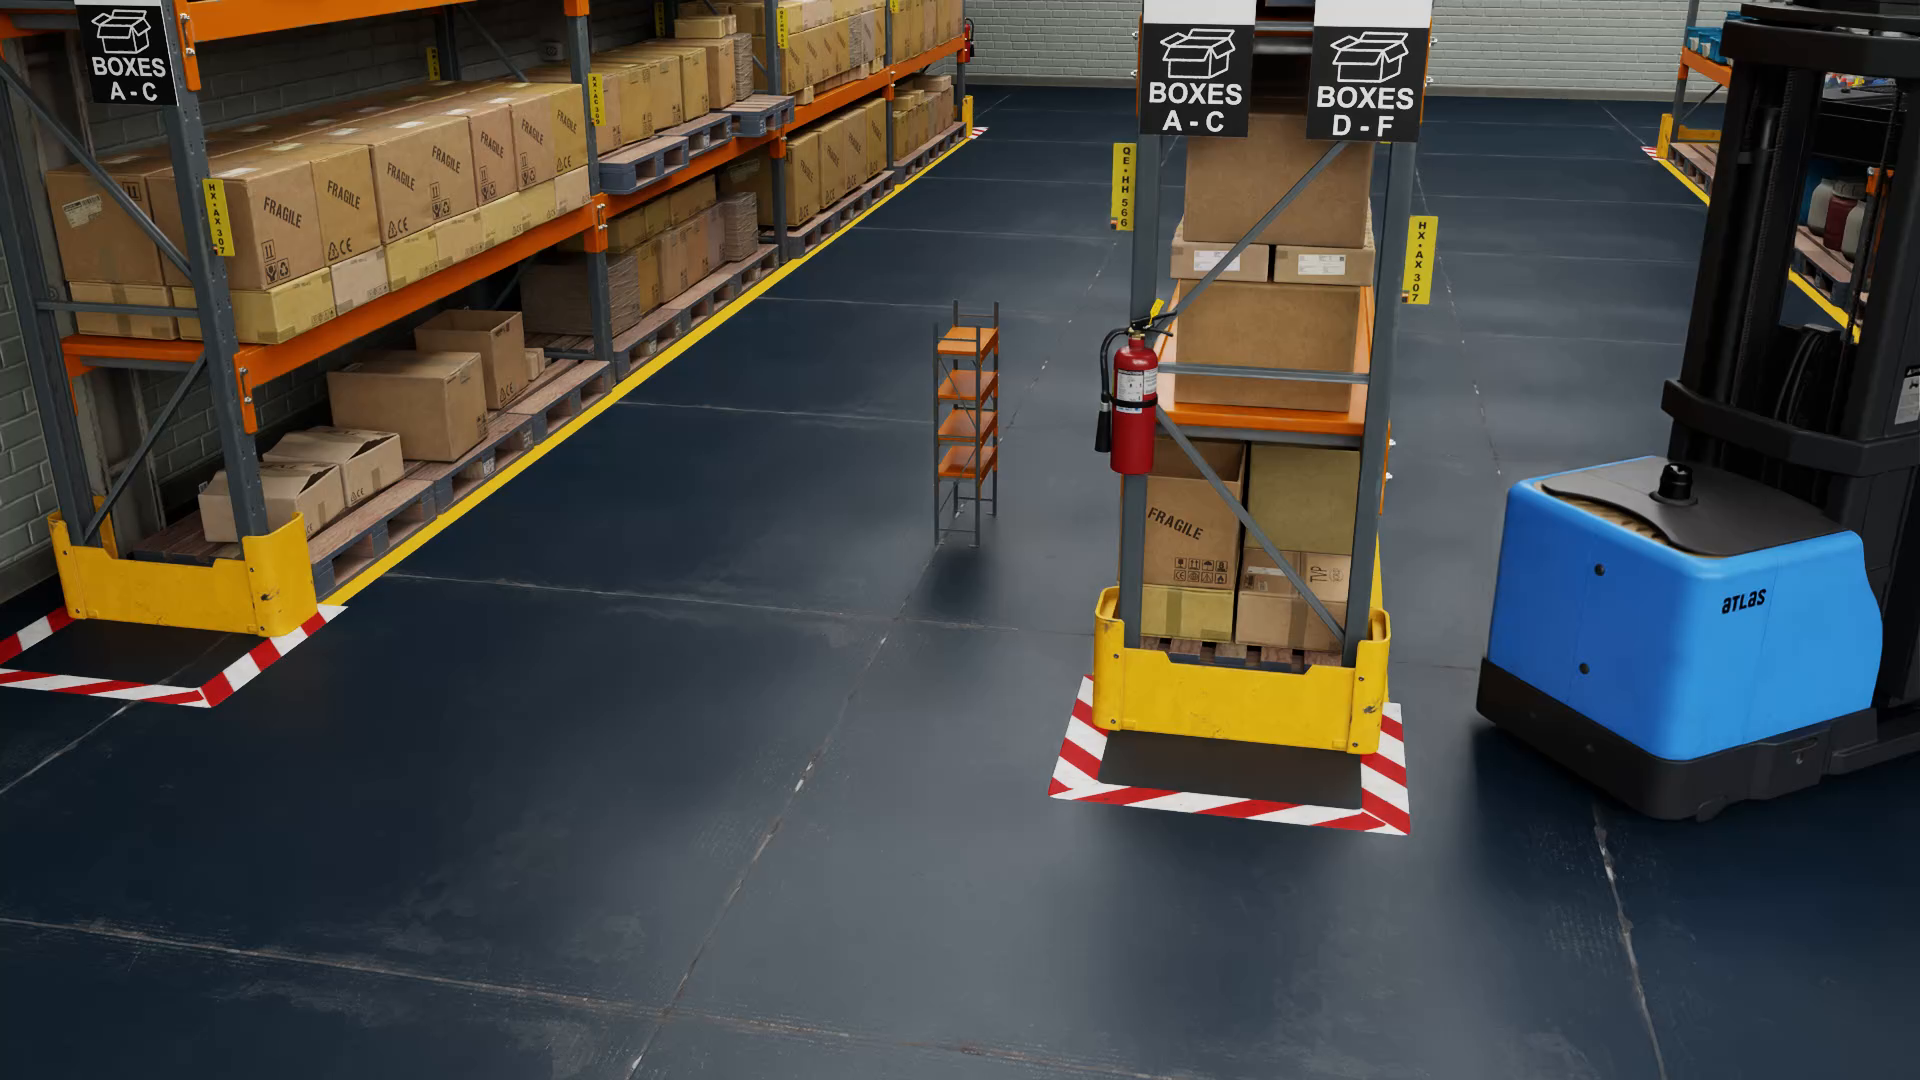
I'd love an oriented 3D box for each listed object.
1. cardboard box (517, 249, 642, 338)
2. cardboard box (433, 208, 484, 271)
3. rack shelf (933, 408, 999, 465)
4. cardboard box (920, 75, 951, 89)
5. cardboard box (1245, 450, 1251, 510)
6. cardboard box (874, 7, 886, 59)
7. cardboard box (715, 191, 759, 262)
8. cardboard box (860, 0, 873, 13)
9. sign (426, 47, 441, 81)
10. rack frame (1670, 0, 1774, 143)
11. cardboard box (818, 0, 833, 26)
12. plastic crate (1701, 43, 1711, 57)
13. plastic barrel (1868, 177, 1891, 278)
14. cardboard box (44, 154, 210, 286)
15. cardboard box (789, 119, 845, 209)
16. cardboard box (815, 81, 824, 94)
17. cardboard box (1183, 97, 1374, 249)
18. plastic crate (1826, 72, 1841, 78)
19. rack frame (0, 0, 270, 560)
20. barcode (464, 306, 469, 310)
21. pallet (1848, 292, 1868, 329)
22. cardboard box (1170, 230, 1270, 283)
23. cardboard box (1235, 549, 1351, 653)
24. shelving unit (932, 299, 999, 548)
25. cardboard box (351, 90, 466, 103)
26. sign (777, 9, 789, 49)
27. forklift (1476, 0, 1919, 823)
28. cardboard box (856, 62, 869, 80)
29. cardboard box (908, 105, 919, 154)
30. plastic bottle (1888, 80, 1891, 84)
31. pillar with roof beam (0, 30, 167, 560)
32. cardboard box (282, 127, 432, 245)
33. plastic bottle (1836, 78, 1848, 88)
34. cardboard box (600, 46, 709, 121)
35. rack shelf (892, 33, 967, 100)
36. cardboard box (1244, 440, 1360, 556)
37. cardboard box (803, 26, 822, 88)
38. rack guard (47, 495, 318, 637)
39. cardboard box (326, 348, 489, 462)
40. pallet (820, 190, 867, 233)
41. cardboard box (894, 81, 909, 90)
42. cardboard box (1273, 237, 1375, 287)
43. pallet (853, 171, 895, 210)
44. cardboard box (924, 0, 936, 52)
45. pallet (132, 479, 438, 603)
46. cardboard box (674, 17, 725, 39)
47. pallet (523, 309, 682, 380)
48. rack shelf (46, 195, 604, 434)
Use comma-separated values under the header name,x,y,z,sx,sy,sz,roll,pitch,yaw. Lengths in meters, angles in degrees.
name,x,y,z,sx,sy,sz,roll,pitch,yaw
cardboard box,-2.747,-1.792,12.046,0.700,0.500,0.500,5,23,13
cardboard box,-2.979,-1.670,9.159,0.500,0.250,0.500,5,22,11
rack shelf,0.034,-0.555,8.805,0.258,0.148,0.480,4,22,11
cardboard box,-0.325,-5.878,21.348,0.380,0.149,0.250,4,22,10
cardboard box,1.268,-0.326,8.765,0.500,0.250,0.500,4,22,11
cardboard box,-1.096,-5.409,17.709,0.500,0.500,0.500,4,22,10
cardboard box,-2.160,-2.717,14.343,0.700,0.500,0.500,5,22,12
cardboard box,-1.207,-5.568,17.101,0.500,0.250,0.500,5,22,12
sign,-3.425,-3.055,10.875,0.100,0.325,0.005,4,22,11
rack frame,9.266,-6.111,20.011,1.000,3.000,0.127,4,22,11
cardboard box,-1.512,-5.008,15.710,0.500,0.250,0.500,5,22,11
plastic crate,8.609,-5.592,18.996,0.250,0.136,0.298,4,22,11
plastic barrel,7.717,-2.553,13.521,0.600,0.830,0.708,4,22,11
cardboard box,-3.809,-1.491,7.710,0.500,0.500,0.500,4,22,10
cardboard box,-1.601,-3.717,16.382,0.750,0.750,0.750,4,22,11
cardboard box,-1.535,-4.408,16.094,0.380,0.149,0.250,5,22,12
cardboard box,1.272,-1.475,6.631,0.700,0.500,0.500,5,22,11
plastic crate,8.685,-4.713,16.812,0.396,0.136,0.243,4,22,11
rack frame,-3.697,-1.014,7.357,1.000,3.000,0.127,4,22,11
barcode,-3.226,-1.491,10.869,0.001,0.075,0.075,4,22,11
pallet,7.438,-1.611,12.571,1.003,0.211,1.213,4,22,11
cardboard box,1.045,-1.140,6.666,0.380,0.149,0.250,4,22,10
cardboard box,1.480,0.263,7.303,0.500,0.250,0.500,4,22,11
shelving unit,0.034,-0.617,8.780,0.258,1.200,0.503,4,22,11
cardboard box,-3.290,-2.420,10.017,0.500,0.500,0.500,4,22,11
sign,-1.531,-4.403,14.326,0.100,0.325,0.005,4,22,11
forklift,3.703,-0.670,6.594,3.031,2.935,1.130,-10,24,-23
cardboard box,-1.162,-4.864,17.225,0.380,0.149,0.250,4,22,11
cardboard box,-0.890,-4.888,19.758,0.700,0.500,0.500,4,22,10
plastic bottle,8.308,-3.970,14.868,0.097,0.271,0.097,0,22,0
pillar with roof beam,-0.187,-3.791,6.221,9.100,9.000,0.400,4,22,11
cardboard box,-3.083,-1.822,8.533,0.500,0.500,0.500,4,22,9
plastic bottle,7.605,-3.816,14.378,0.144,0.351,0.185,4,22,11
cardboard box,-2.383,-3.561,12.957,0.700,0.500,0.500,4,22,11
rack shelf,-0.840,-5.801,20.205,1.077,0.370,4.000,4,22,11
cardboard box,1.581,-0.267,7.617,0.500,0.500,0.500,4,22,11
cardboard box,-1.599,-4.483,15.410,0.500,0.500,0.500,5,23,13
rack guard,-3.681,0.117,7.893,1.175,0.500,0.348,4,22,11
cardboard box,-3.153,-0.778,9.528,0.700,0.500,0.500,3,22,8
pallet,-1.579,-3.374,16.949,1.003,0.211,1.213,4,22,11
cardboard box,-0.853,-5.630,20.732,0.380,0.149,0.250,5,22,12
cardboard box,1.444,-1.112,6.599,0.380,0.149,0.250,4,22,11
pallet,-1.332,-3.822,18.060,1.003,0.211,1.213,4,22,11
cardboard box,-0.829,-6.273,20.012,0.980,0.700,0.700,3,22,8
pallet,-3.481,-0.043,8.678,1.003,0.211,1.213,4,22,11
cardboard box,-2.157,-4.244,13.786,0.380,0.149,0.250,1,22,2
pallet,-2.723,-1.469,12.218,1.003,0.211,1.213,4,22,11
rack shelf,-3.289,-1.412,9.308,1.077,0.370,4.000,4,22,11
